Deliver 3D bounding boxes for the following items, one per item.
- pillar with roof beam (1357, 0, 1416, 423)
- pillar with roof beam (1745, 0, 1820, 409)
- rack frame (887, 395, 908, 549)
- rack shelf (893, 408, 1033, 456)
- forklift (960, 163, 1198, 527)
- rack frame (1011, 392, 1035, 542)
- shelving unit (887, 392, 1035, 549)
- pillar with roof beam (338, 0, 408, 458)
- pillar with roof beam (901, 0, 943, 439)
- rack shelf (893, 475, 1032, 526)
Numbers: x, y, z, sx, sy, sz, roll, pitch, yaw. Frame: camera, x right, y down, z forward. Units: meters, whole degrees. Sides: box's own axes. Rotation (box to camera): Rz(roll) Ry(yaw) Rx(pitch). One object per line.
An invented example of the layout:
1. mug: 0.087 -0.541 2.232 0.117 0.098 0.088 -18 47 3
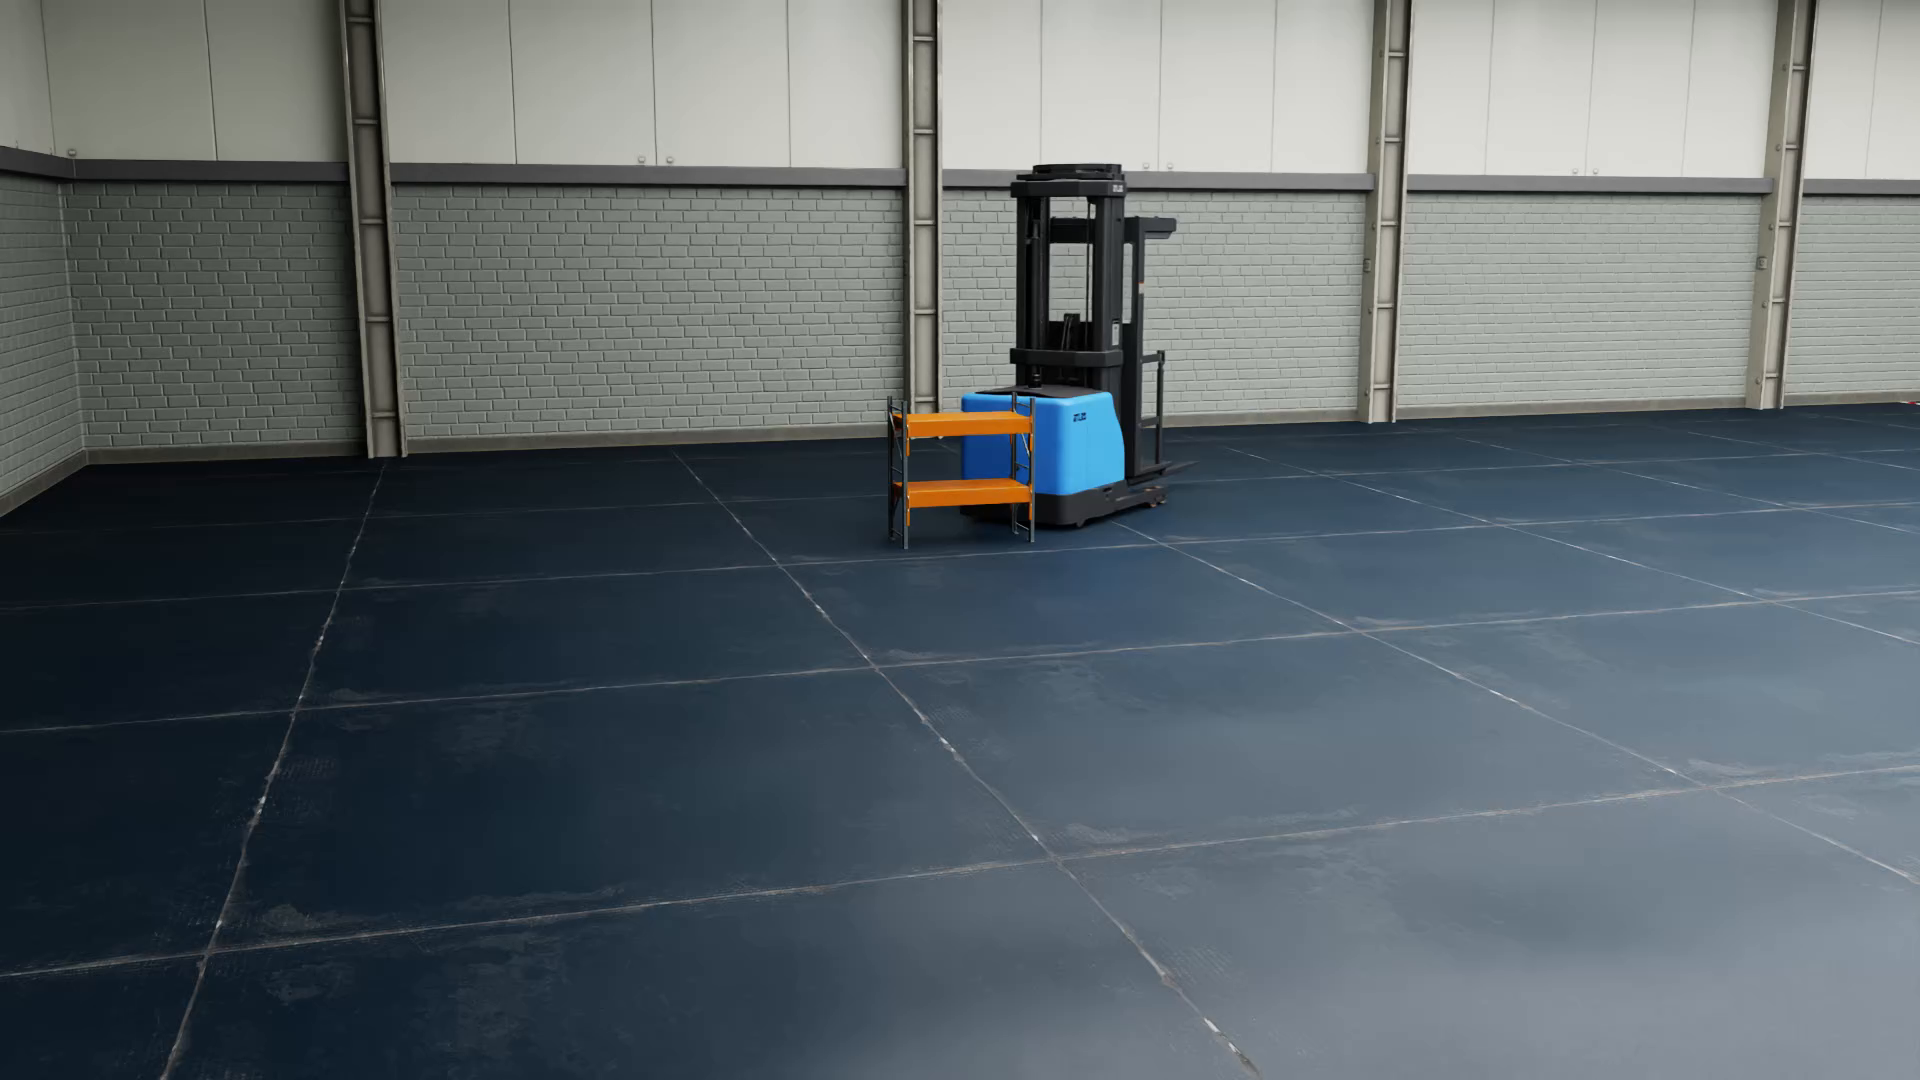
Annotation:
1. pillar with roof beam: 6.531 -5.197 16.421 0.400 9.000 9.100 -3 11 -16
2. pillar with roof beam: 12.292 -5.501 18.071 0.400 9.000 9.100 -3 11 -16
3. rack frame: -0.482 -0.528 12.807 0.032 1.125 0.500 -3 11 -16
4. rack shelf: 0.006 -0.841 12.894 1.000 0.278 0.538 -3 11 -16
5. forklift: 1.198 -1.768 14.554 1.130 2.935 3.031 6 12 31
6. rack frame: 0.495 -0.579 13.086 0.032 1.125 0.500 -3 11 -16
7. shelving unit: 0.006 -0.554 12.947 1.048 1.125 0.538 -3 11 -16
8. pillar with roof beam: -4.991 -4.590 13.123 0.400 9.000 9.100 -3 11 -16
9. pillar with roof beam: 0.770 -4.893 14.772 0.400 9.000 9.100 -3 11 -16
10. rack shelf: 0.006 -0.313 12.991 1.000 0.278 0.538 -3 11 -16
